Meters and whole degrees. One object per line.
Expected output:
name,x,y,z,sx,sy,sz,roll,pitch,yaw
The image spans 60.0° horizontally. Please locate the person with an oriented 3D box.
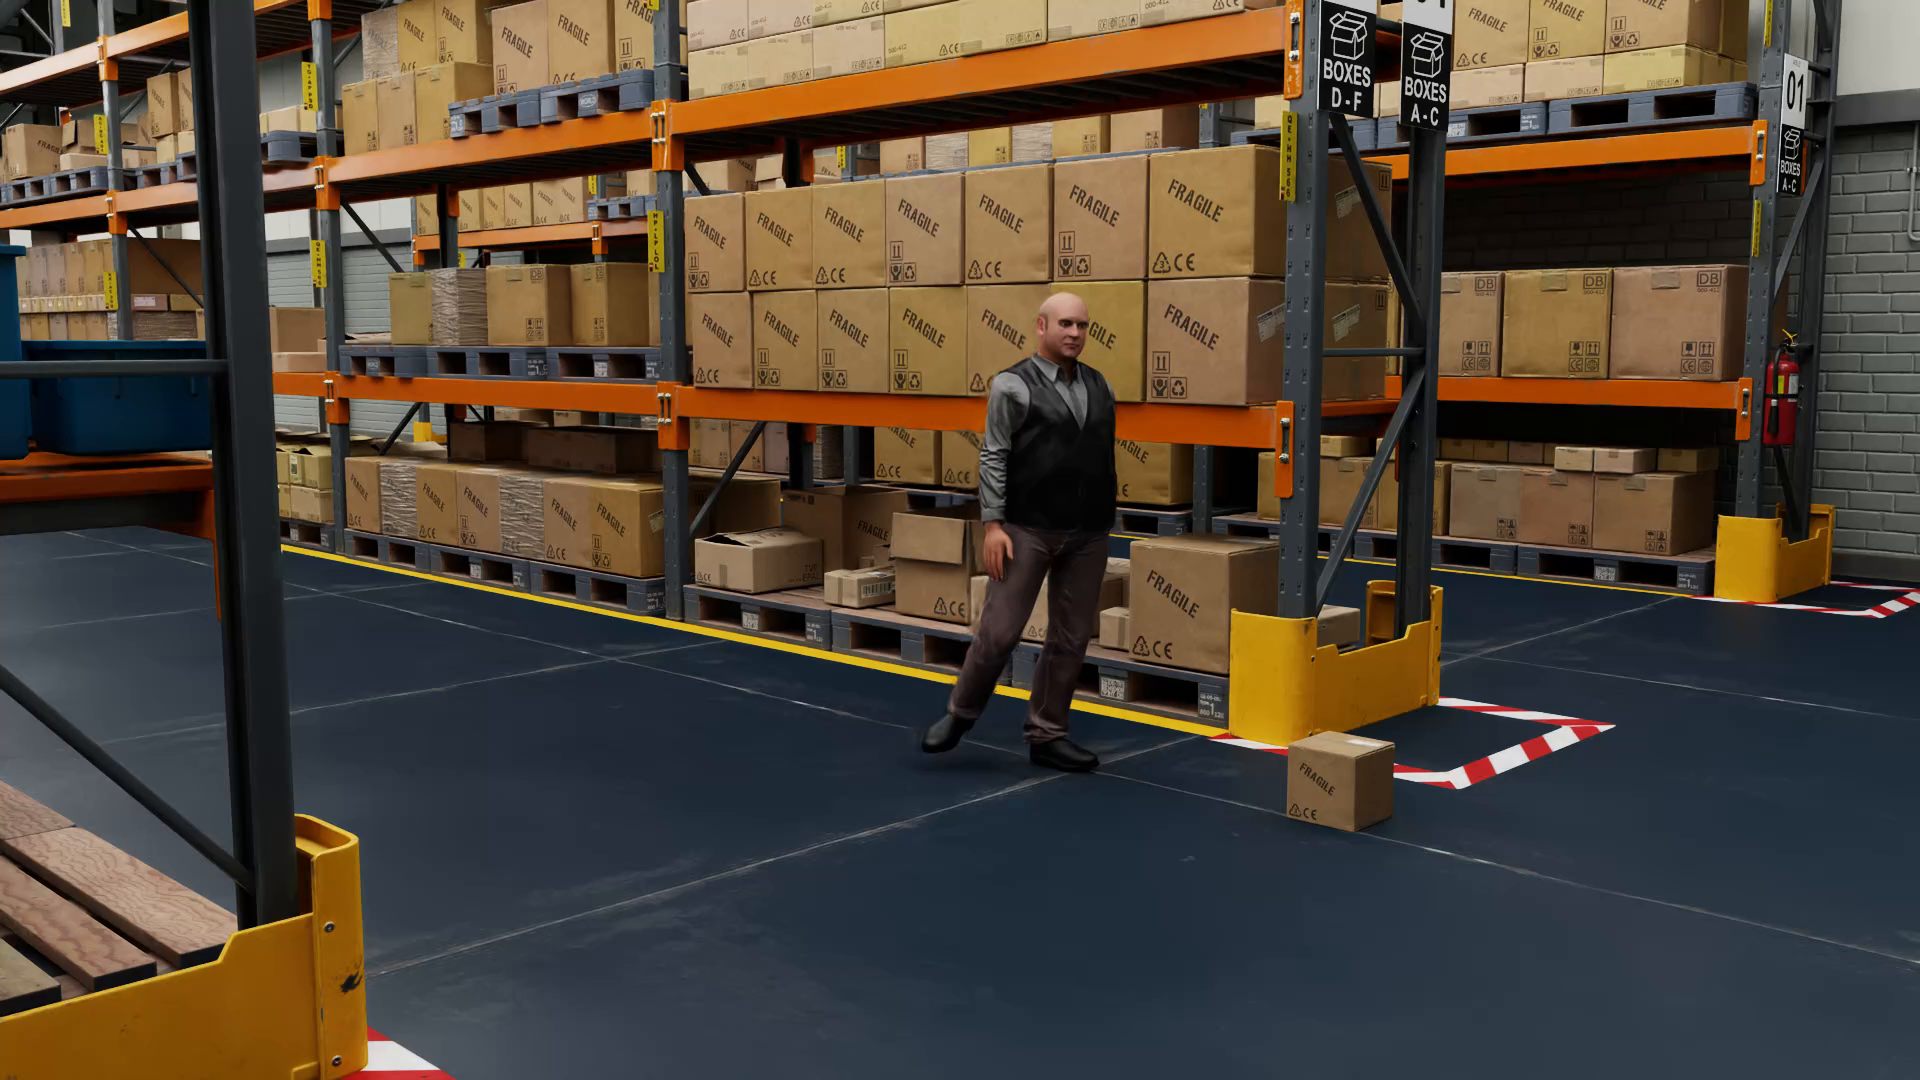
person,0.229,-0.023,5.978,0.709,1.714,0.520,-3,8,-26
